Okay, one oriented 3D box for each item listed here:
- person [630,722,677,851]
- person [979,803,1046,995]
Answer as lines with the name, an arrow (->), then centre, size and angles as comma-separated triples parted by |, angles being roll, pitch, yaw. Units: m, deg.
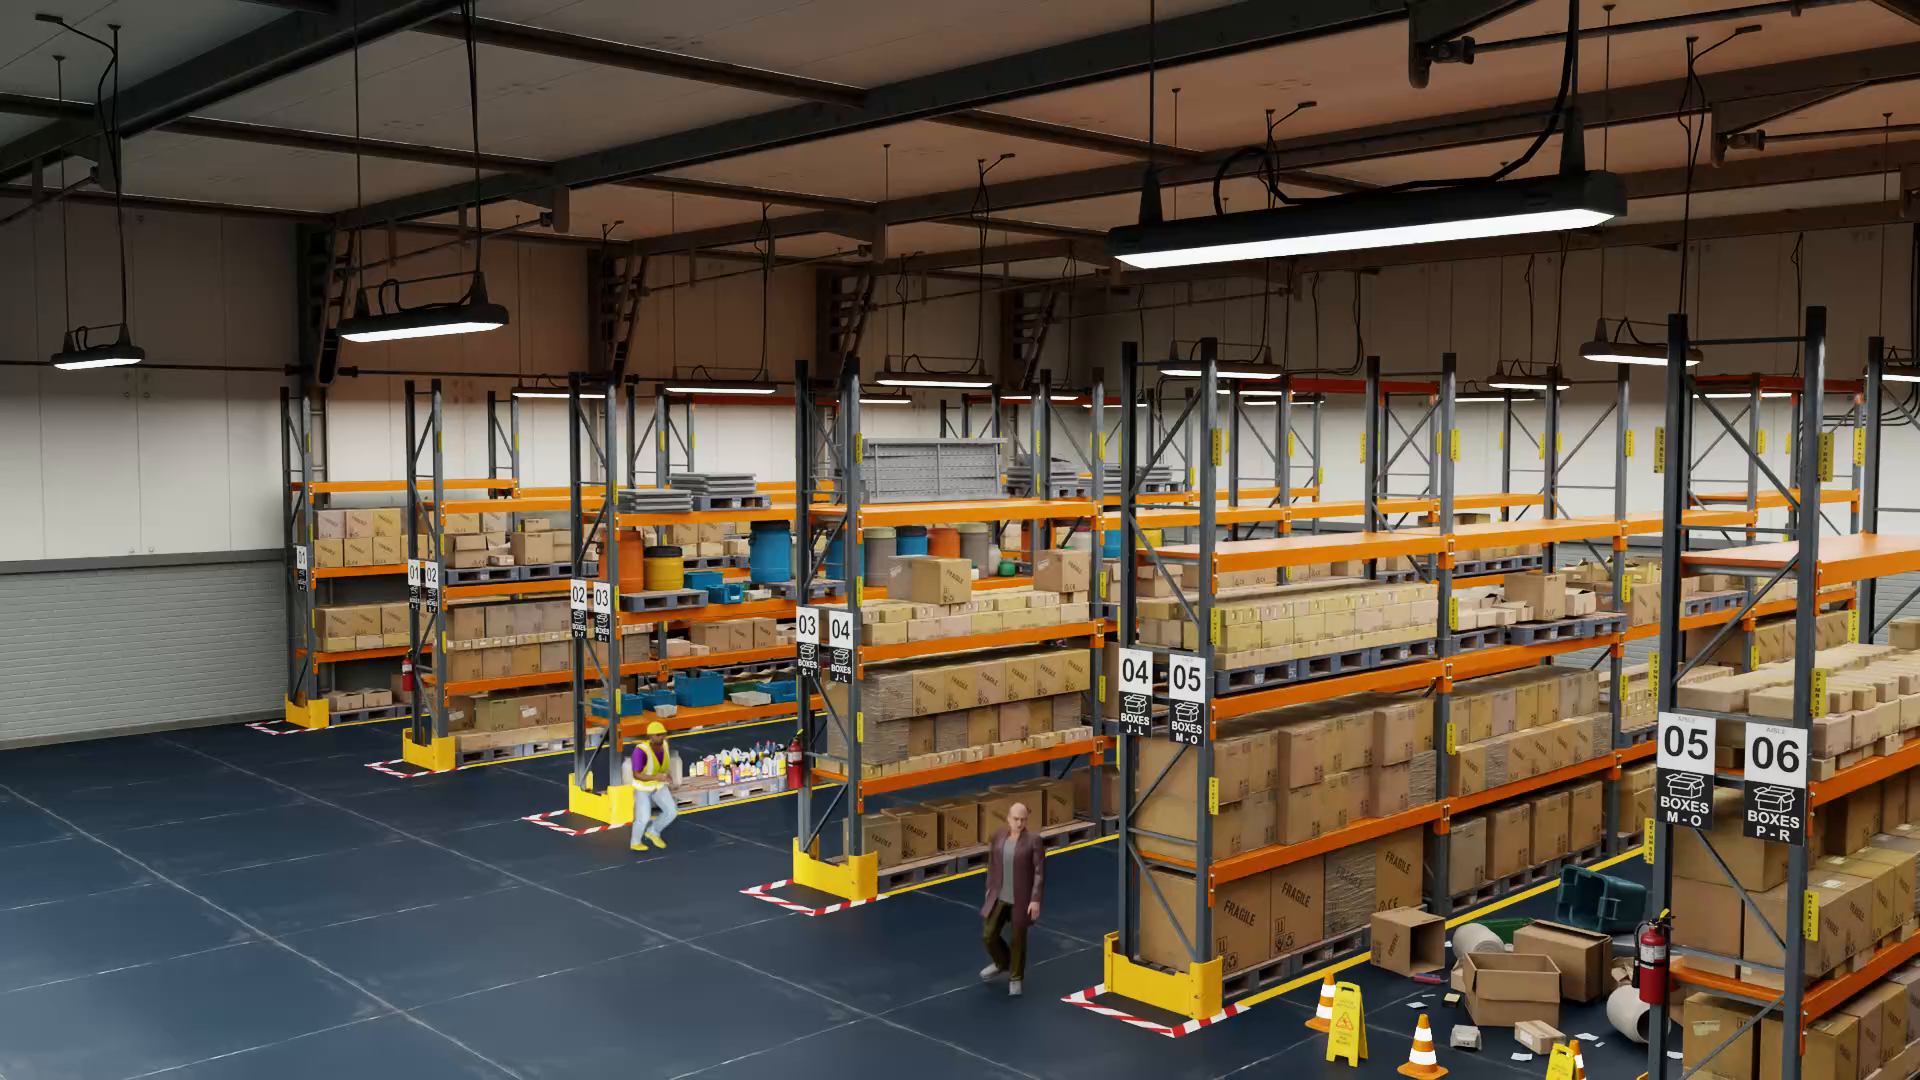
person -> -3.751, 3.025, 20.367 | 0.711, 1.652, 0.893 | -3, 5, -43
person -> 0.471, 3.297, 15.322 | 0.680, 1.786, 0.519 | 1, 4, 22
